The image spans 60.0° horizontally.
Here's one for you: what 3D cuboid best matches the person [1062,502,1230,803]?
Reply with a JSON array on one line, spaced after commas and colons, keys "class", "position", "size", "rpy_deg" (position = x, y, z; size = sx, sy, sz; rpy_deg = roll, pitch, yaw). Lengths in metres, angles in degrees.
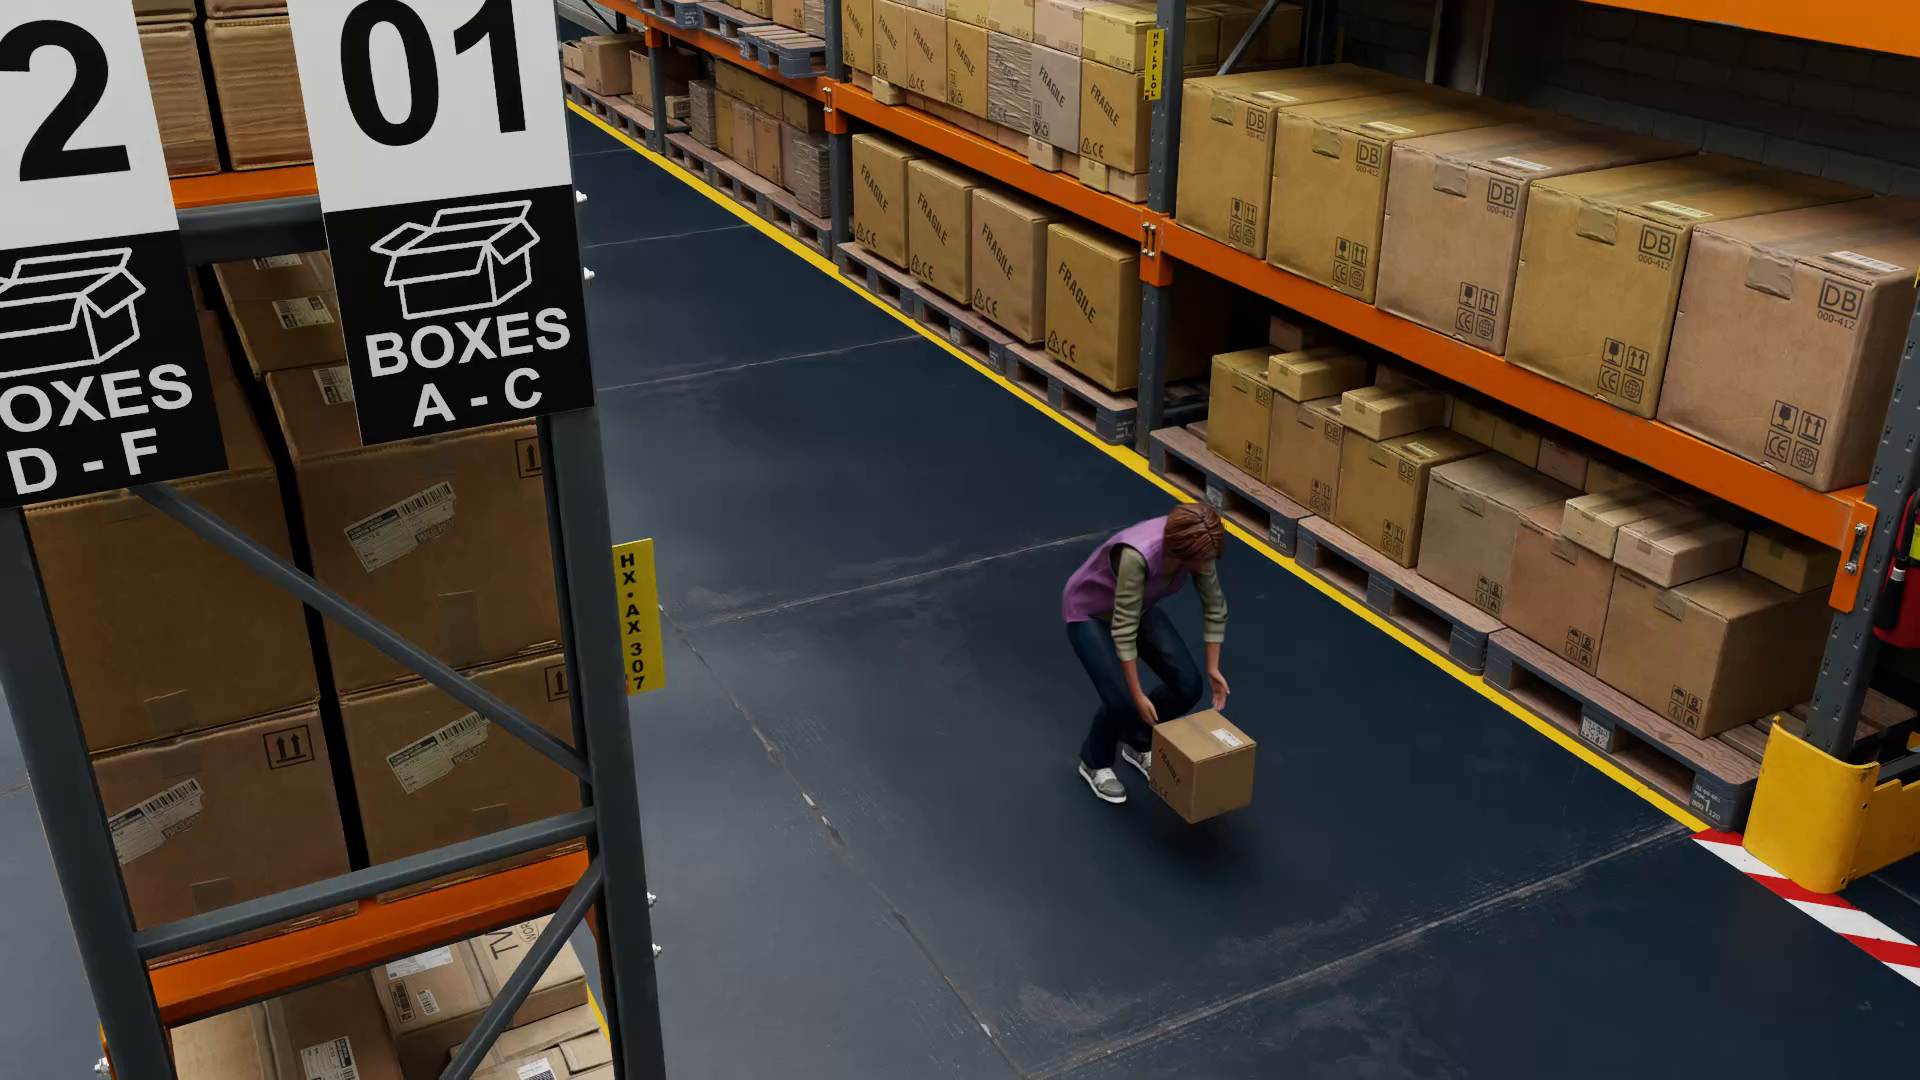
[{"class": "person", "position": [0.660, 0.349, 5.861], "size": [0.462, 1.203, 0.698], "rpy_deg": [-13, 29, -25]}]
